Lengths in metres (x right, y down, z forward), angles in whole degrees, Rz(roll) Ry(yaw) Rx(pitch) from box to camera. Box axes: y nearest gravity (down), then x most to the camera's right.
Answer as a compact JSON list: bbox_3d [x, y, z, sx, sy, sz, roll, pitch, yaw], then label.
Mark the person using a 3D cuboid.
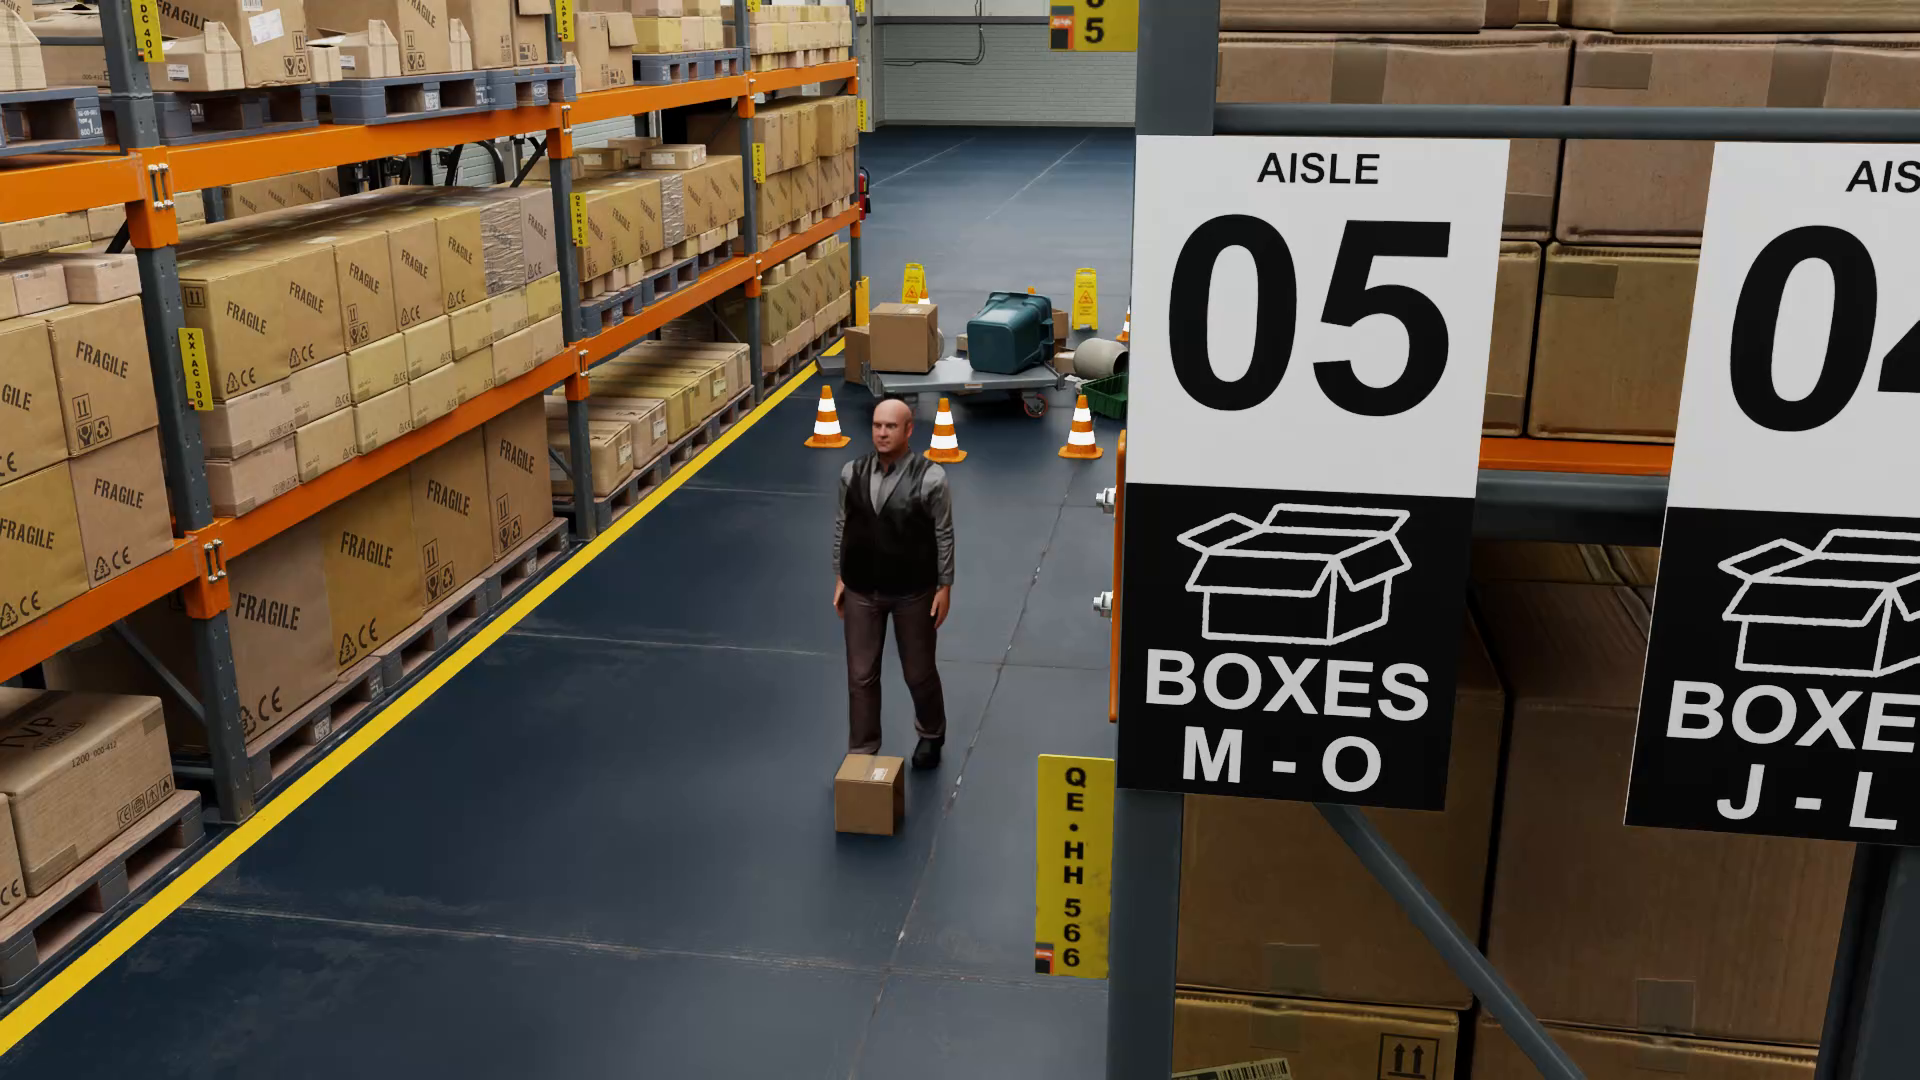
[{"bbox_3d":[-0.316,0.239,7.337,0.559,1.720,0.657,5,18,16],"label":"person"}]
